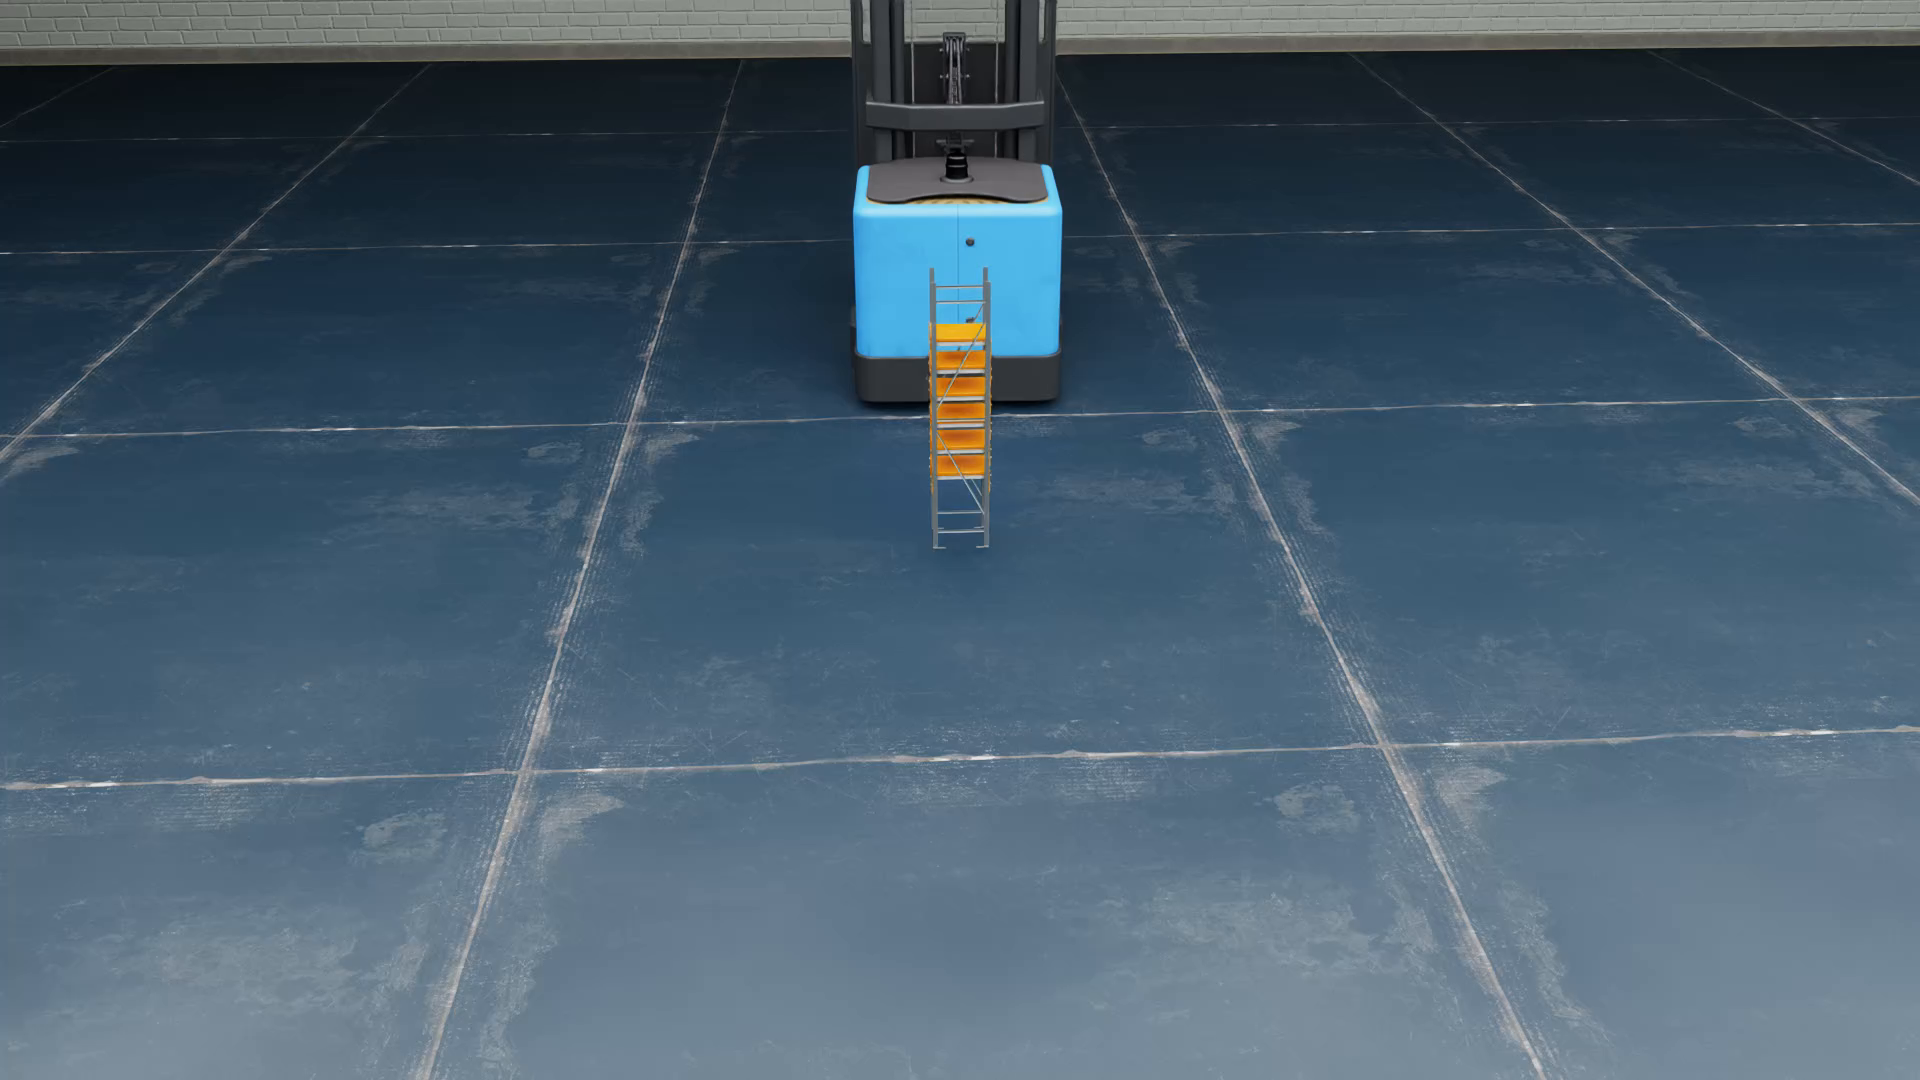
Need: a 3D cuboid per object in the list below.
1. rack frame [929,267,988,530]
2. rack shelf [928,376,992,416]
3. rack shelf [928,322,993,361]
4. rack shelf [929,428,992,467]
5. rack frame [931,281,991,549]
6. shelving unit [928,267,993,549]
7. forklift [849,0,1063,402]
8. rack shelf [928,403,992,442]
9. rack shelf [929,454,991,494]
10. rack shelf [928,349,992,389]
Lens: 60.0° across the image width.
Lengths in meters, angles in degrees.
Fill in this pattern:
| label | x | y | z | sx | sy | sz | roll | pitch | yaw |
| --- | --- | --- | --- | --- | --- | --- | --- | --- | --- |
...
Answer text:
| label | x | y | z | sx | sy | sz | roll | pitch | yaw |
| --- | --- | --- | --- | --- | --- | --- | --- | --- | --- |
| rack frame | -0.006 | -0.581 | 7.066 | 0.240 | 1.200 | 0.006 | -1 | 28 | -3 |
| rack shelf | -0.001 | -0.606 | 6.950 | 0.258 | 0.103 | 0.180 | -1 | 28 | -3 |
| rack shelf | -0.001 | -0.818 | 6.839 | 0.258 | 0.103 | 0.180 | -1 | 28 | -3 |
| rack shelf | -0.001 | -0.393 | 7.061 | 0.258 | 0.103 | 0.180 | -1 | 28 | -3 |
| rack frame | 0.004 | -0.496 | 6.904 | 0.240 | 1.200 | 0.006 | -1 | 28 | -3 |
| shelving unit | -0.001 | -0.539 | 6.985 | 0.258 | 1.200 | 0.189 | -1 | 28 | -3 |
| forklift | -0.040 | -2.639 | 9.141 | 1.130 | 2.935 | 3.031 | -1 | 28 | -1 |
| rack shelf | -0.001 | -0.499 | 7.006 | 0.258 | 0.103 | 0.180 | -1 | 28 | -3 |
| rack shelf | -0.001 | -0.286 | 7.117 | 0.258 | 0.103 | 0.180 | -1 | 28 | -3 |
| rack shelf | -0.001 | -0.712 | 6.895 | 0.258 | 0.103 | 0.180 | -1 | 28 | -3 |
